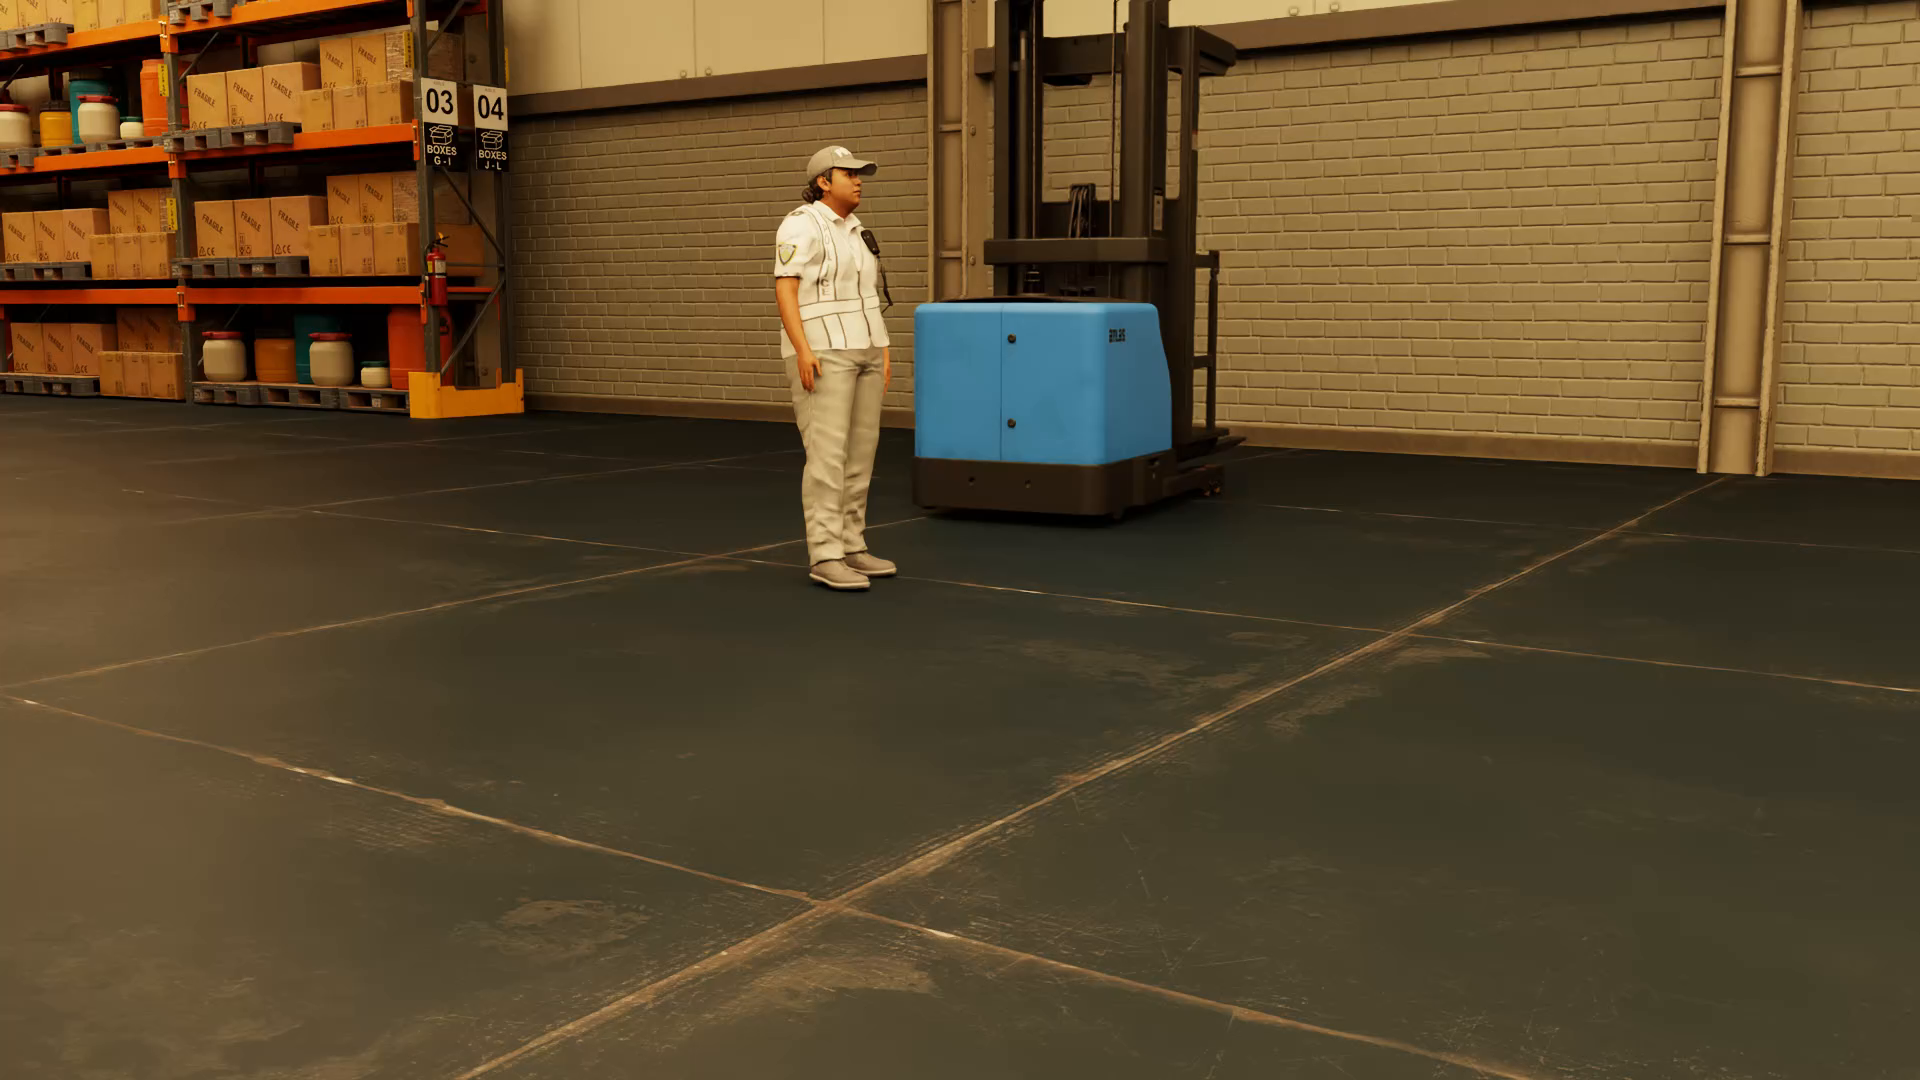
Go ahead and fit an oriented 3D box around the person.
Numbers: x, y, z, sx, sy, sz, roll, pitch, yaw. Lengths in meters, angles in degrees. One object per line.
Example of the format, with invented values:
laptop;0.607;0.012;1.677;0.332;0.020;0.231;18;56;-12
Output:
person;-0.429;-0.687;6.462;0.529;1.669;0.601;5;10;34

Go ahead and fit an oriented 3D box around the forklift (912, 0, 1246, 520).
forklift;0.859;-1.714;9.249;1.130;2.935;3.031;4;9;26
